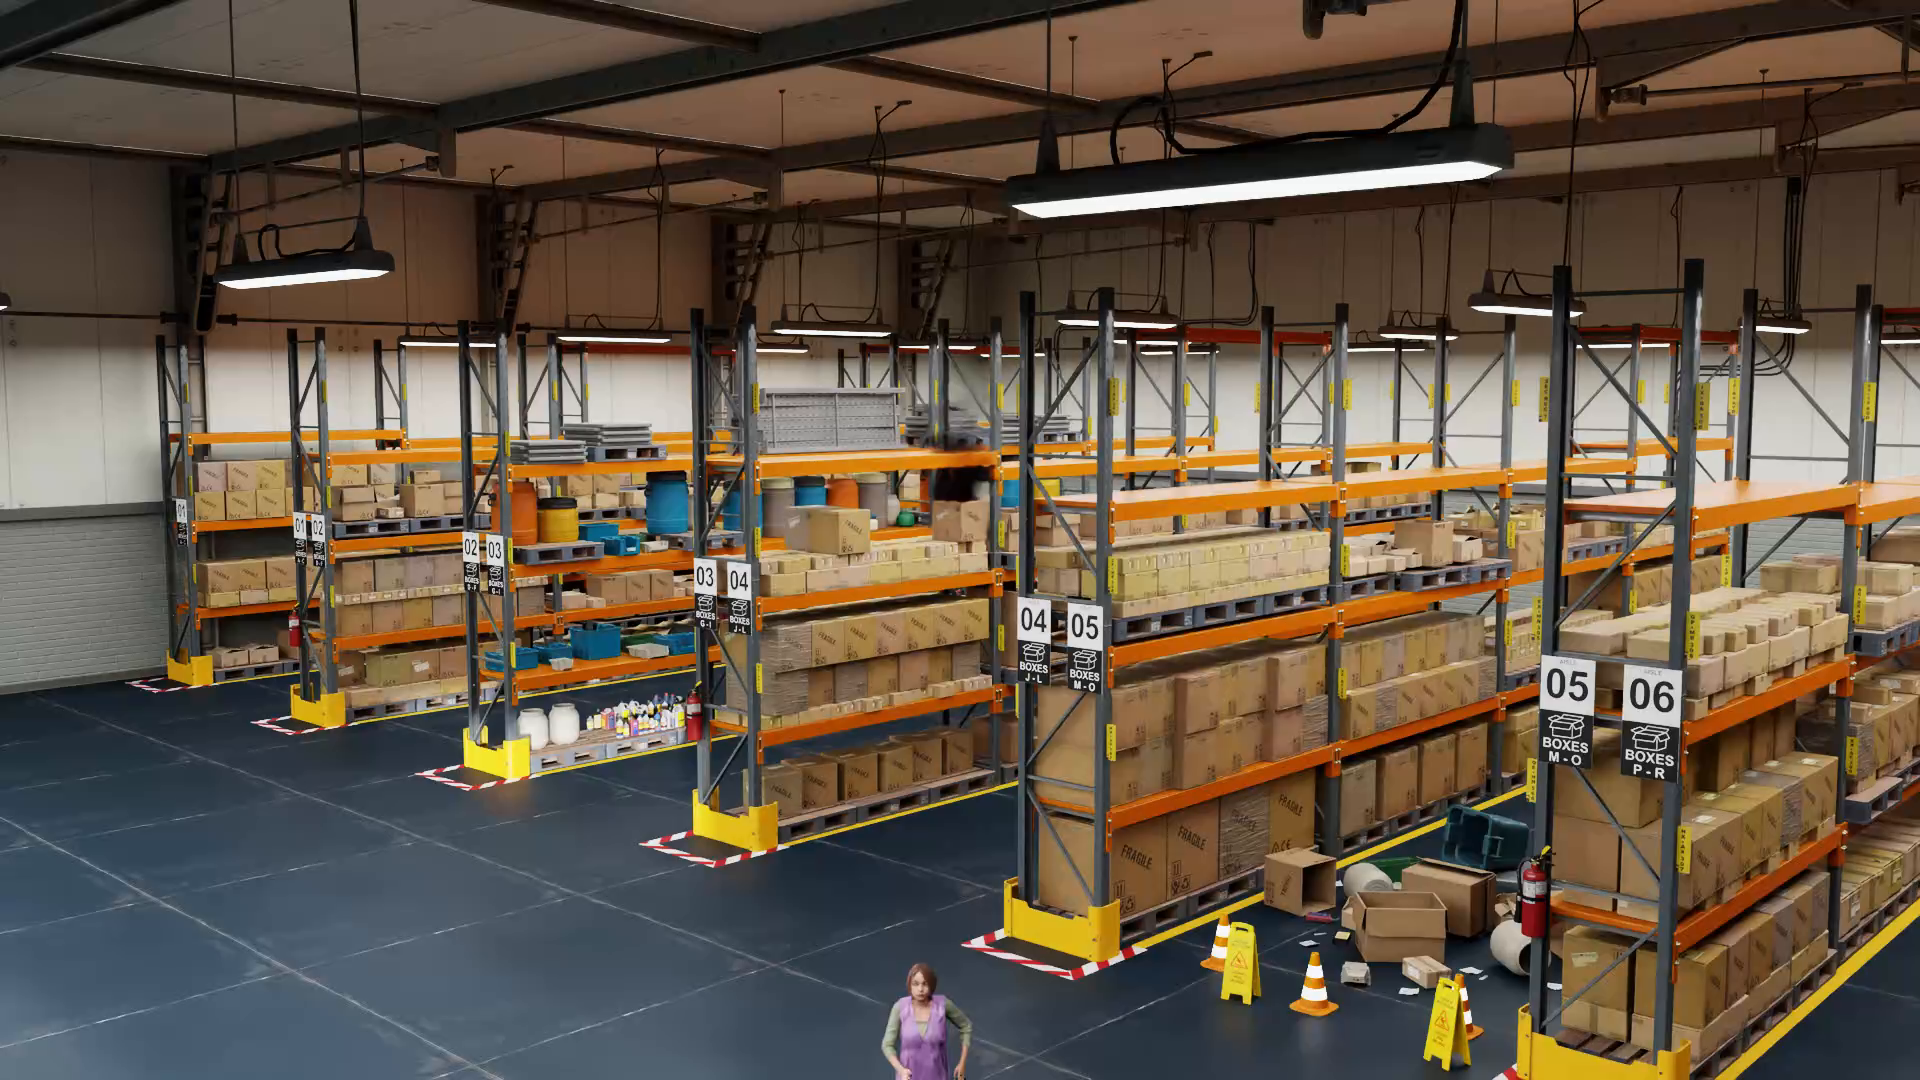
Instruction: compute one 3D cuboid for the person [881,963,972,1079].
[{"bbox_3d":[-0.210,3.409,10.371,0.564,1.561,0.558,0,5,1],"label":"person"}]
